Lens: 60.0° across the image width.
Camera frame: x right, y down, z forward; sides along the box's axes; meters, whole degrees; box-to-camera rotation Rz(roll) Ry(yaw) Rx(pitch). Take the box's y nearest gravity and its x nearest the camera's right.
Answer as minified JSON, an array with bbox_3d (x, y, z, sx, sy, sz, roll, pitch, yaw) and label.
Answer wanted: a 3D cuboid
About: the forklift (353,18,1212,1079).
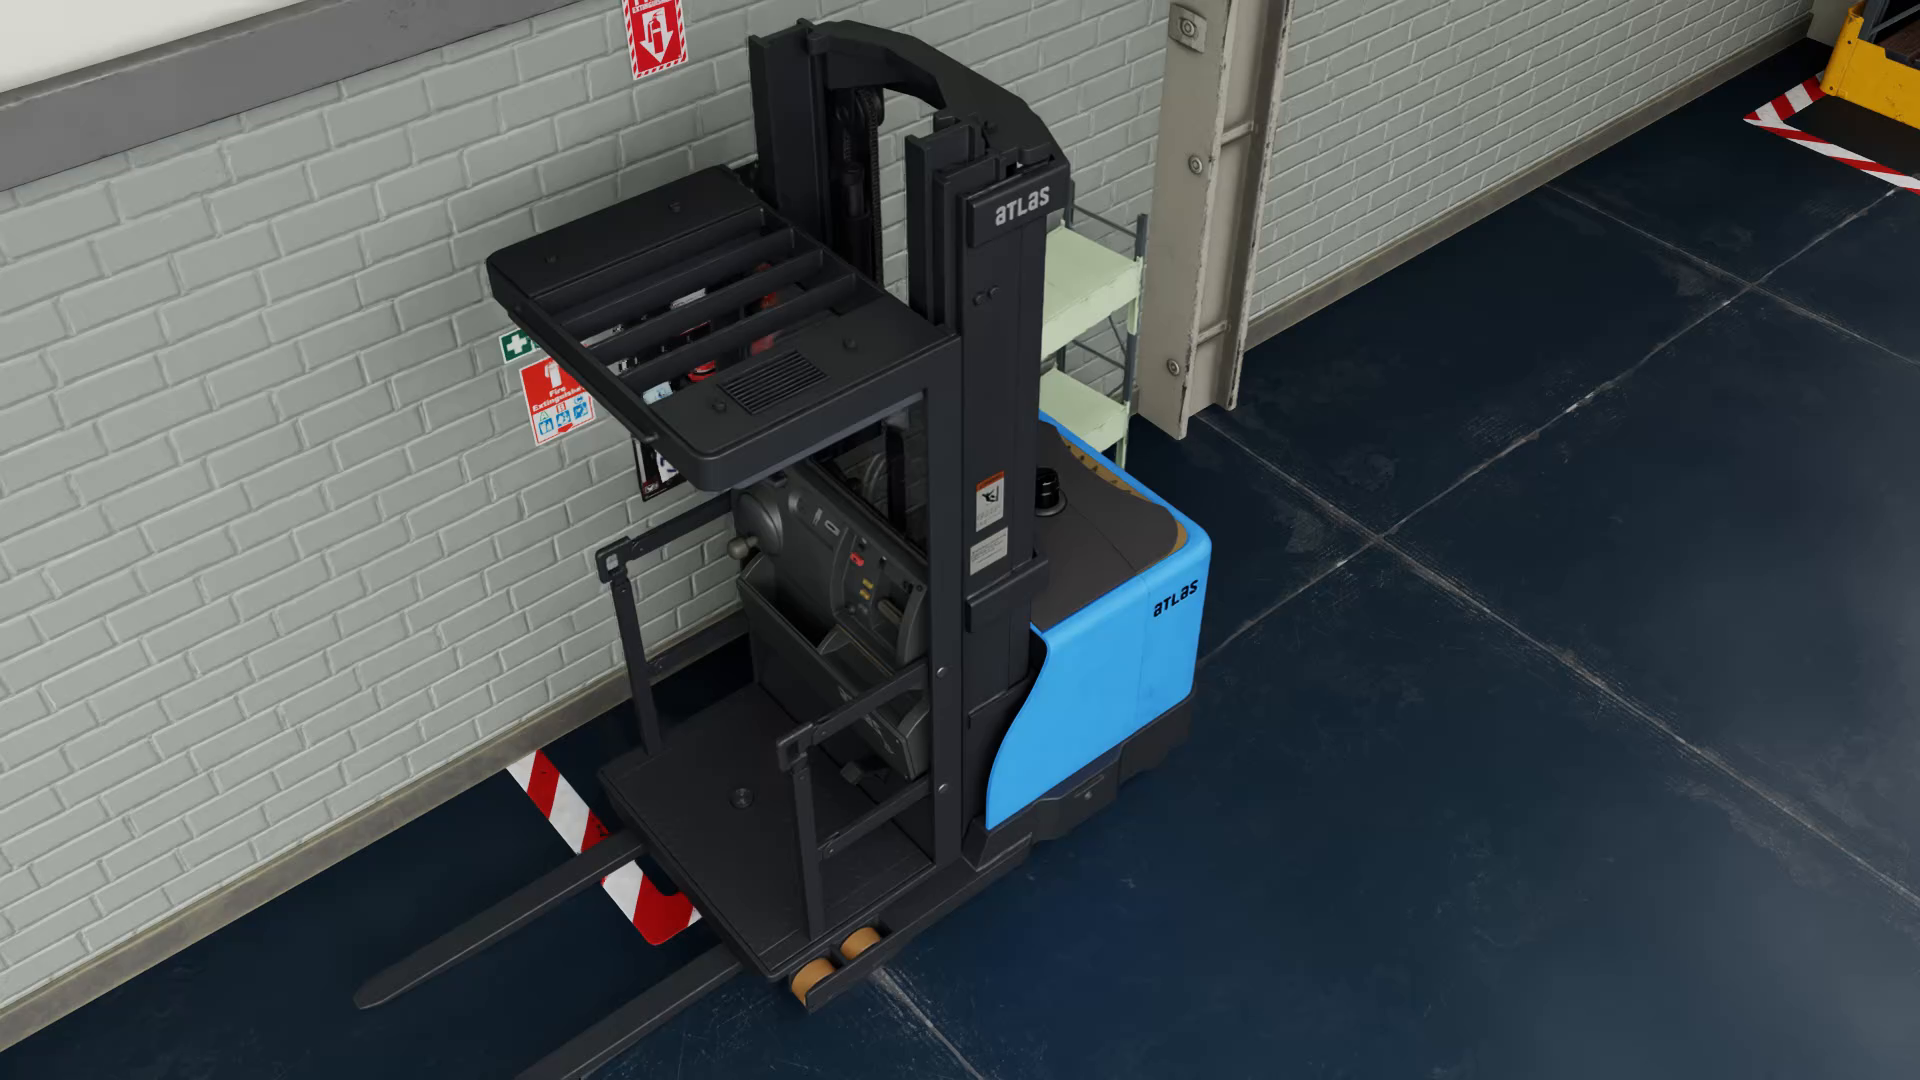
[{"bbox_3d":[-0.577,0.086,5.017,3.031,2.935,1.130,-29,51,-28],"label":"forklift"}]

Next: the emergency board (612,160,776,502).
[{"bbox_3d":[-0.850,-0.660,5.761,0.643,1.169,0.194,-30,51,-28],"label":"emergency board"}]

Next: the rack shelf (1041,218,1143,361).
[{"bbox_3d":[0.319,-0.887,6.527,0.431,0.370,0.720,33,52,30],"label":"rack shelf"}]

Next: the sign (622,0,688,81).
[{"bbox_3d":[-0.920,-1.553,5.020,0.199,0.298,0.001,-30,51,-28],"label":"sign"}]

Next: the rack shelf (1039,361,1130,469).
[{"bbox_3d":[0.318,-0.364,7.017,0.431,0.370,0.720,33,52,30],"label":"rack shelf"}]

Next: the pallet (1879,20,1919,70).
[{"bbox_3d":[6.395,-2.954,10.241,1.213,0.211,1.003,-30,51,-28],"label":"pallet"}]

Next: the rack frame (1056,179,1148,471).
[{"bbox_3d":[0.568,-0.785,6.990,0.400,1.500,0.023,33,52,30],"label":"rack frame"}]

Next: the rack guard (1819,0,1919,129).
[{"bbox_3d":[5.749,-2.721,9.782,0.348,0.500,1.175,-30,51,-28],"label":"rack guard"}]

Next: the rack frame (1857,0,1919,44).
[{"bbox_3d":[5.691,-3.599,8.891,0.127,3.000,1.000,-30,51,-28],"label":"rack frame"}]

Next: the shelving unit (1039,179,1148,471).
[{"bbox_3d":[0.319,-0.602,6.794,0.431,1.500,0.755,33,52,30],"label":"shelving unit"}]

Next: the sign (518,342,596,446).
[{"bbox_3d":[-1.340,-0.484,5.548,0.234,0.329,0.001,-30,51,-28],"label":"sign"}]

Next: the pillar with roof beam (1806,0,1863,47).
[{"bbox_3d":[8.435,-4.287,5.241,0.400,9.000,9.100,-30,51,-28],"label":"pillar with roof beam"}]

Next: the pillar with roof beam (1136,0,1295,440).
[{"bbox_3d":[3.832,-1.651,2.435,0.400,9.000,9.100,-30,51,-28],"label":"pillar with roof beam"}]

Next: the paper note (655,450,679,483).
[{"bbox_3d":[-1.030,-0.297,6.019,0.142,0.148,0.016,-30,51,-28],"label":"paper note"}]

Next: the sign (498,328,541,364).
[{"bbox_3d":[-1.331,-0.674,5.364,0.331,0.109,0.001,-30,51,-28],"label":"sign"}]
